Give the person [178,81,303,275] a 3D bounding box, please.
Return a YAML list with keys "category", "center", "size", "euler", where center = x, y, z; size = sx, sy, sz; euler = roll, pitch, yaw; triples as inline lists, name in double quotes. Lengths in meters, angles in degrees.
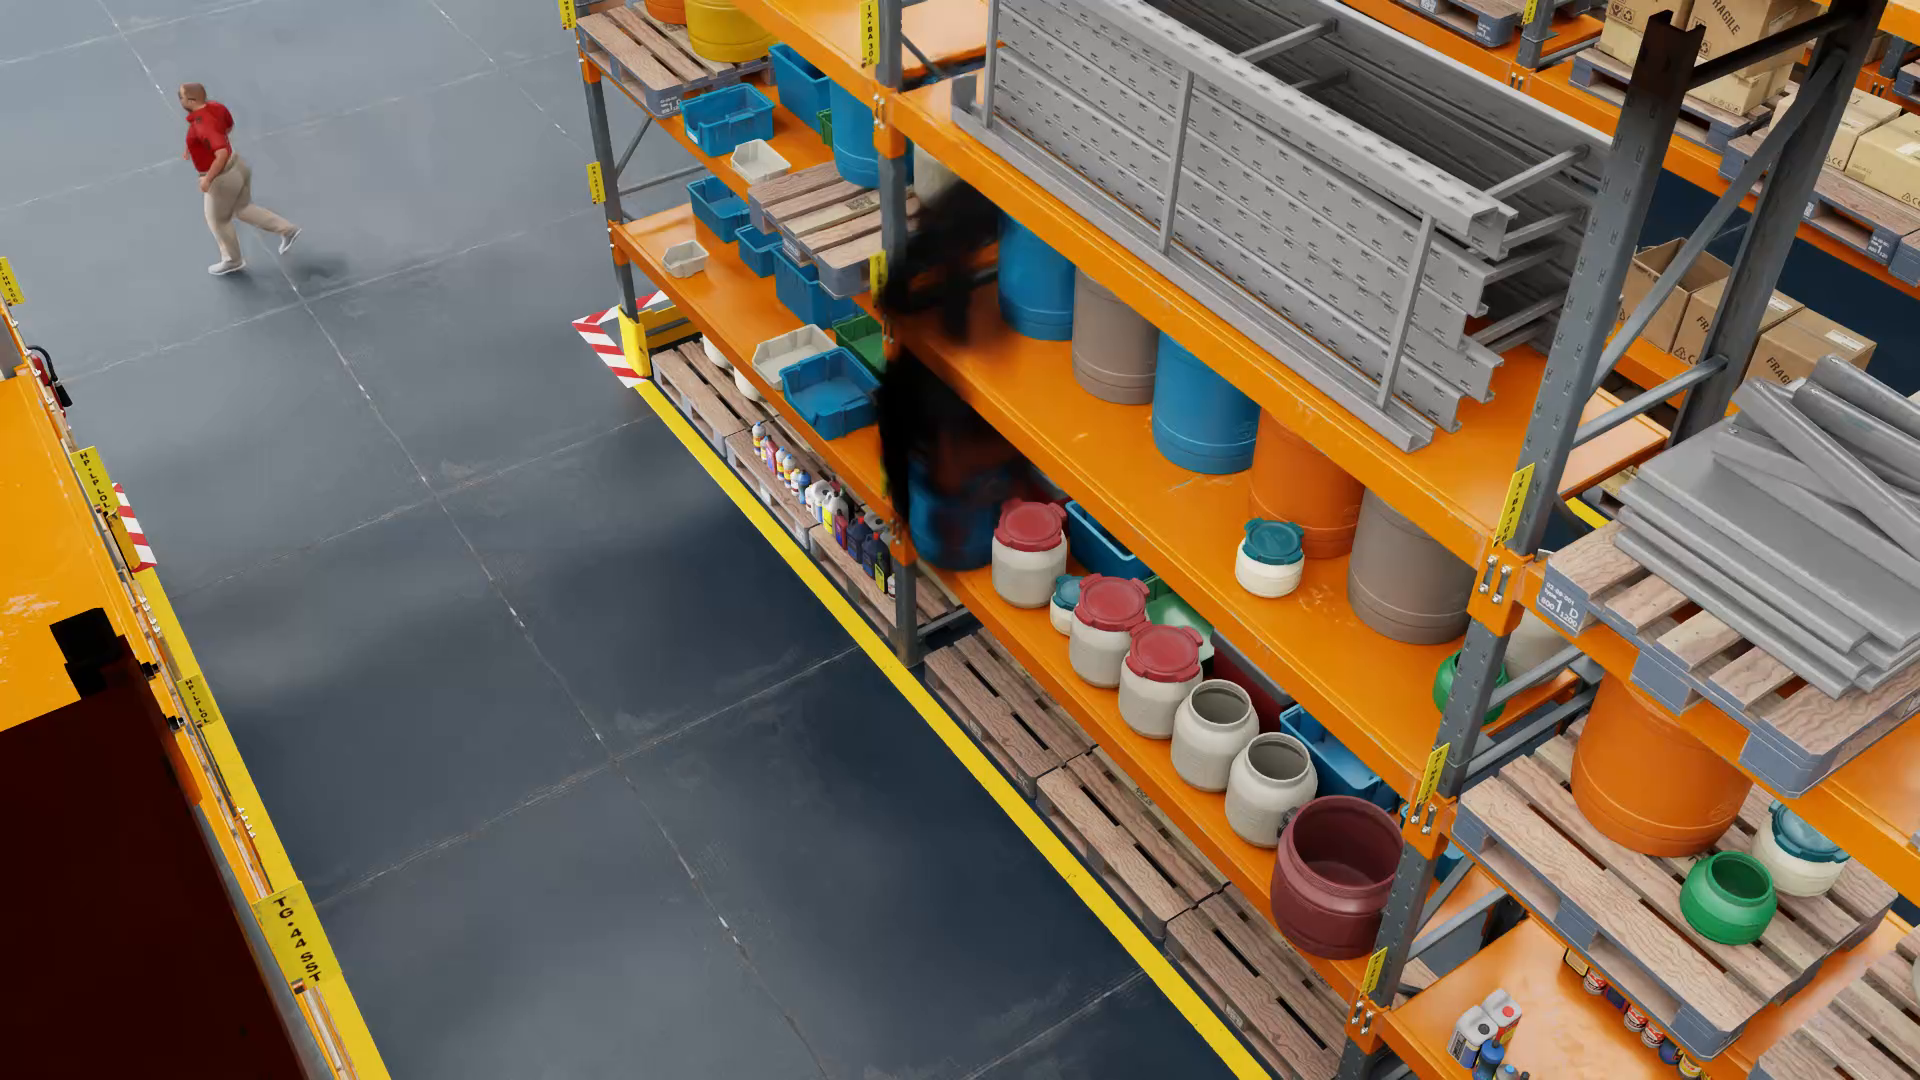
- category: "person"
  center: [-6.038, -2.980, 13.744]
  size: [0.839, 1.740, 0.688]
  euler: [-3, 43, -3]
